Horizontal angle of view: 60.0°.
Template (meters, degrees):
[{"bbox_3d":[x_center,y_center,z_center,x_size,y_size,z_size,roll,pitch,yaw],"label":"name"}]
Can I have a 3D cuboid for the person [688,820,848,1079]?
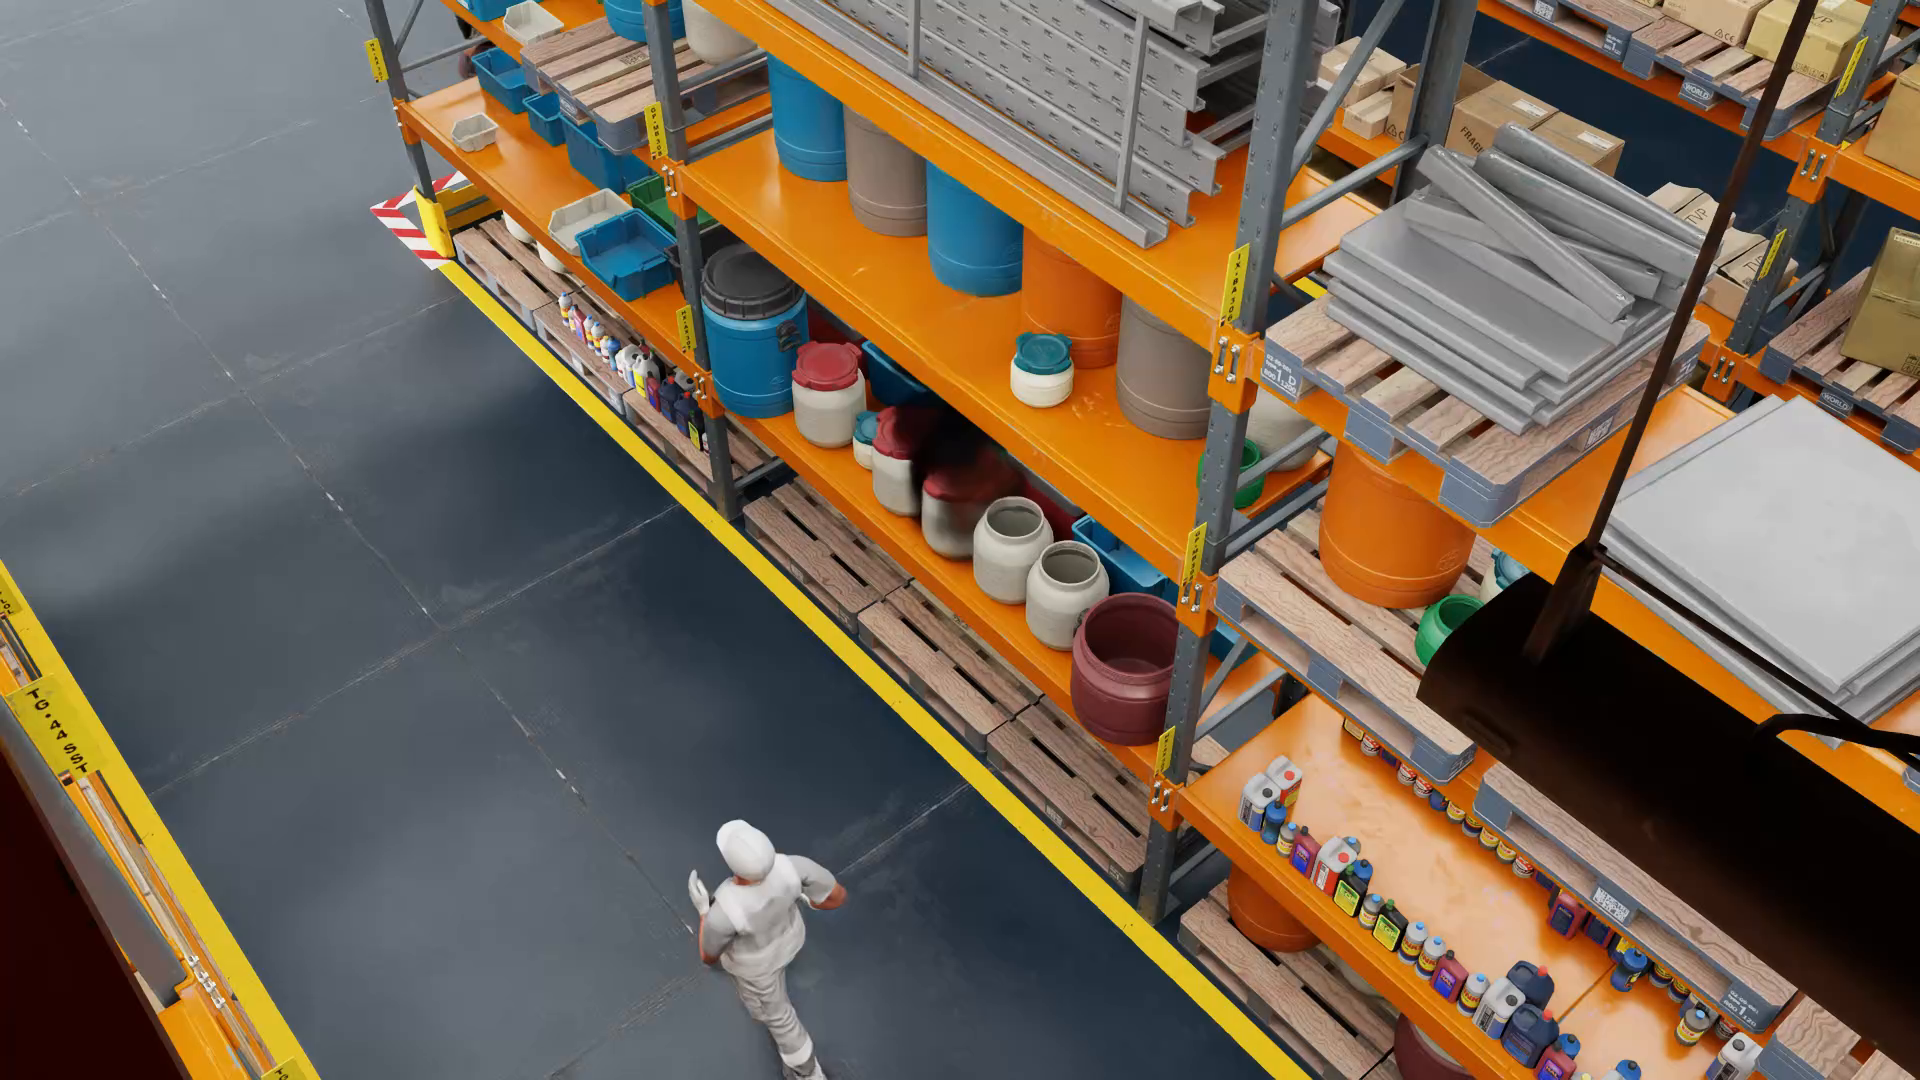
[{"bbox_3d":[-0.895,1.860,7.572,0.767,1.839,0.640,34,55,28],"label":"person"}]

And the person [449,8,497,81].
[{"bbox_3d":[-3.918,-4.147,13.759,0.661,1.756,0.717,9,47,8],"label":"person"}]
